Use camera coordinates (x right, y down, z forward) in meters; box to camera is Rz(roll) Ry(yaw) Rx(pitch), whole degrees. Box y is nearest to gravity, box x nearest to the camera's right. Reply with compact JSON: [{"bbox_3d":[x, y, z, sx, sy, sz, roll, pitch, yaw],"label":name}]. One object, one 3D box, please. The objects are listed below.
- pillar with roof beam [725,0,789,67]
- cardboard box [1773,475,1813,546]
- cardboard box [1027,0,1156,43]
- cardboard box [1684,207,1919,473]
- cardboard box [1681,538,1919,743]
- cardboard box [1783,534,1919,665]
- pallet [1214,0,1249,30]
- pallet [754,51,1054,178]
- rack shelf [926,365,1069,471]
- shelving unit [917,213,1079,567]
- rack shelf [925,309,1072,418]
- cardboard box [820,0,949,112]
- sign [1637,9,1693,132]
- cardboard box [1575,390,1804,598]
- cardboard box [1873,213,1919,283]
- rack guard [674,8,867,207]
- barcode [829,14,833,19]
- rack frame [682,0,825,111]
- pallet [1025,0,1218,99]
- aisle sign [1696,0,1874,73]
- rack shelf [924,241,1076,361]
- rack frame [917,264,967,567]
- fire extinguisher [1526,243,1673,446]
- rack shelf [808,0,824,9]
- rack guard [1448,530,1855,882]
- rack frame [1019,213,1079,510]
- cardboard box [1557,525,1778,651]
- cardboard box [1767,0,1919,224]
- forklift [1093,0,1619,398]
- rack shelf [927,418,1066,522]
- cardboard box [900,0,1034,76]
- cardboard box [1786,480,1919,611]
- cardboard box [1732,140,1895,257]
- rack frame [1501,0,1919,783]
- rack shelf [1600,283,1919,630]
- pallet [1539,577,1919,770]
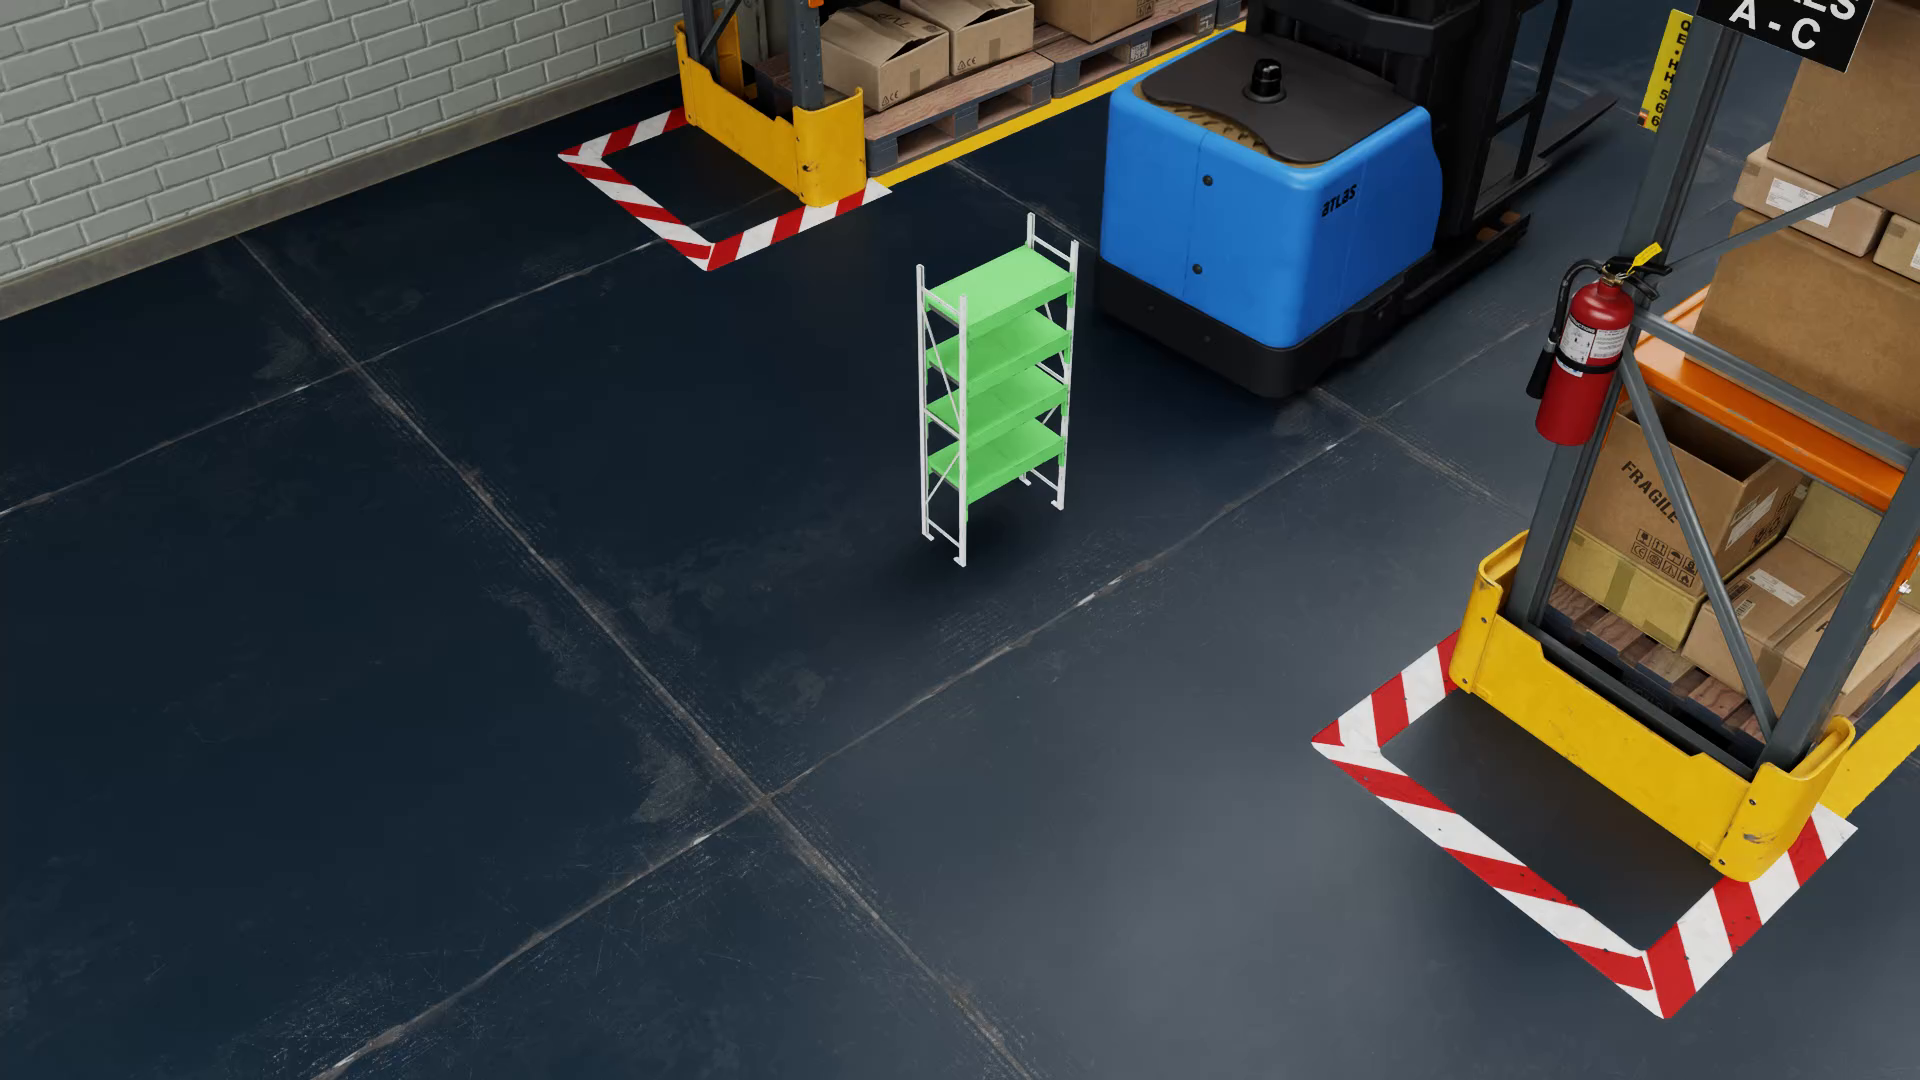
[{"bbox_3d":[1.752,-3.700,3.617,0.400,9.000,9.100,-30,51,-28],"label":"pillar with roof beam"},{"bbox_3d":[2.787,-0.180,5.952,0.500,0.250,0.500,-30,51,-28],"label":"cardboard box"},{"bbox_3d":[0.629,-3.064,8.826,0.500,0.500,0.700,-33,52,-30],"label":"cardboard box"},{"bbox_3d":[2.555,-0.647,4.675,0.500,0.500,0.700,-30,51,-28],"label":"cardboard box"},{"bbox_3d":[2.743,0.318,5.422,0.500,0.250,0.500,-30,51,-28],"label":"cardboard box"},{"bbox_3d":[3.124,0.096,5.658,0.500,0.250,0.500,-30,51,-28],"label":"cardboard box"},{"bbox_3d":[1.584,-3.439,9.758,1.213,0.211,1.003,-30,51,-28],"label":"pallet"},{"bbox_3d":[-0.288,-2.367,8.617,1.213,0.211,1.003,-30,51,-28],"label":"pallet"},{"bbox_3d":[0.127,-0.463,5.960,0.480,0.148,0.258,-30,51,-28],"label":"rack shelf"},{"bbox_3d":[0.127,-0.510,5.917,0.503,1.200,0.258,-30,51,-28],"label":"shelving unit"},{"bbox_3d":[0.127,-0.638,5.796,0.480,0.148,0.258,-30,51,-28],"label":"rack shelf"},{"bbox_3d":[-0.404,-2.449,8.309,0.500,0.311,0.500,33,52,30],"label":"cardboard box"},{"bbox_3d":[1.852,-1.212,4.331,0.005,0.325,0.100,-30,51,-28],"label":"sign"},{"bbox_3d":[2.410,-0.229,5.456,0.500,0.500,0.500,-30,51,-28],"label":"cardboard box"},{"bbox_3d":[2.628,-0.745,4.305,0.250,0.149,0.380,-30,51,-28],"label":"cardboard box"},{"bbox_3d":[-0.934,-2.134,8.158,0.348,0.500,1.175,-30,51,-28],"label":"rack guard"},{"bbox_3d":[-0.646,-2.671,8.538,0.075,0.075,0.001,-30,51,-28],"label":"barcode"},{"bbox_3d":[-0.992,-3.012,7.266,0.127,3.000,1.000,-30,51,-28],"label":"rack frame"},{"bbox_3d":[0.647,-2.900,9.184,1.213,0.211,1.003,-30,51,-28],"label":"pallet"},{"bbox_3d":[1.950,-1.486,3.742,0.004,0.787,0.394,-30,51,-28],"label":"aisle sign"},{"bbox_3d":[0.127,-0.813,5.632,0.480,0.148,0.258,-30,51,-28],"label":"rack shelf"},{"bbox_3d":[-0.060,-0.403,5.803,0.015,1.200,0.240,-30,51,-28],"label":"rack frame"},{"bbox_3d":[1.800,-0.576,4.729,0.183,0.674,0.296,-30,51,-28],"label":"fire extinguisher"},{"bbox_3d":[0.542,-3.629,8.448,4.000,0.370,1.077,-30,51,-28],"label":"rack shelf"},{"bbox_3d":[2.171,0.509,5.343,0.348,0.500,1.175,-30,51,-28],"label":"rack guard"},{"bbox_3d":[0.314,-0.617,6.031,0.015,1.200,0.240,-30,51,-28],"label":"rack frame"},{"bbox_3d":[2.411,0.046,5.712,0.500,0.250,0.500,-30,51,-28],"label":"cardboard box"},{"bbox_3d":[2.596,-1.144,4.256,0.500,0.500,0.700,-30,51,-28],"label":"cardboard box"},{"bbox_3d":[1.978,-2.549,6.823,1.130,2.935,3.031,34,53,31],"label":"forklift"},{"bbox_3d":[0.127,-0.289,6.125,0.480,0.148,0.258,-30,51,-28],"label":"rack shelf"},{"bbox_3d":[0.034,-2.700,8.576,0.500,0.311,0.500,-26,49,-25],"label":"cardboard box"},{"bbox_3d":[3.126,-0.176,5.400,0.500,0.500,0.500,-30,51,-28],"label":"cardboard box"},{"bbox_3d":[2.360,-0.953,4.527,0.250,0.149,0.380,-31,51,-28],"label":"cardboard box"},{"bbox_3d":[2.189,-0.413,4.498,0.127,3.000,1.000,-30,51,-28],"label":"rack frame"},{"bbox_3d":[3.723,-1.029,5.680,4.000,0.370,1.077,-30,51,-28],"label":"rack shelf"},{"bbox_3d":[2.749,0.246,5.834,1.213,0.211,1.003,-30,51,-28],"label":"pallet"}]
